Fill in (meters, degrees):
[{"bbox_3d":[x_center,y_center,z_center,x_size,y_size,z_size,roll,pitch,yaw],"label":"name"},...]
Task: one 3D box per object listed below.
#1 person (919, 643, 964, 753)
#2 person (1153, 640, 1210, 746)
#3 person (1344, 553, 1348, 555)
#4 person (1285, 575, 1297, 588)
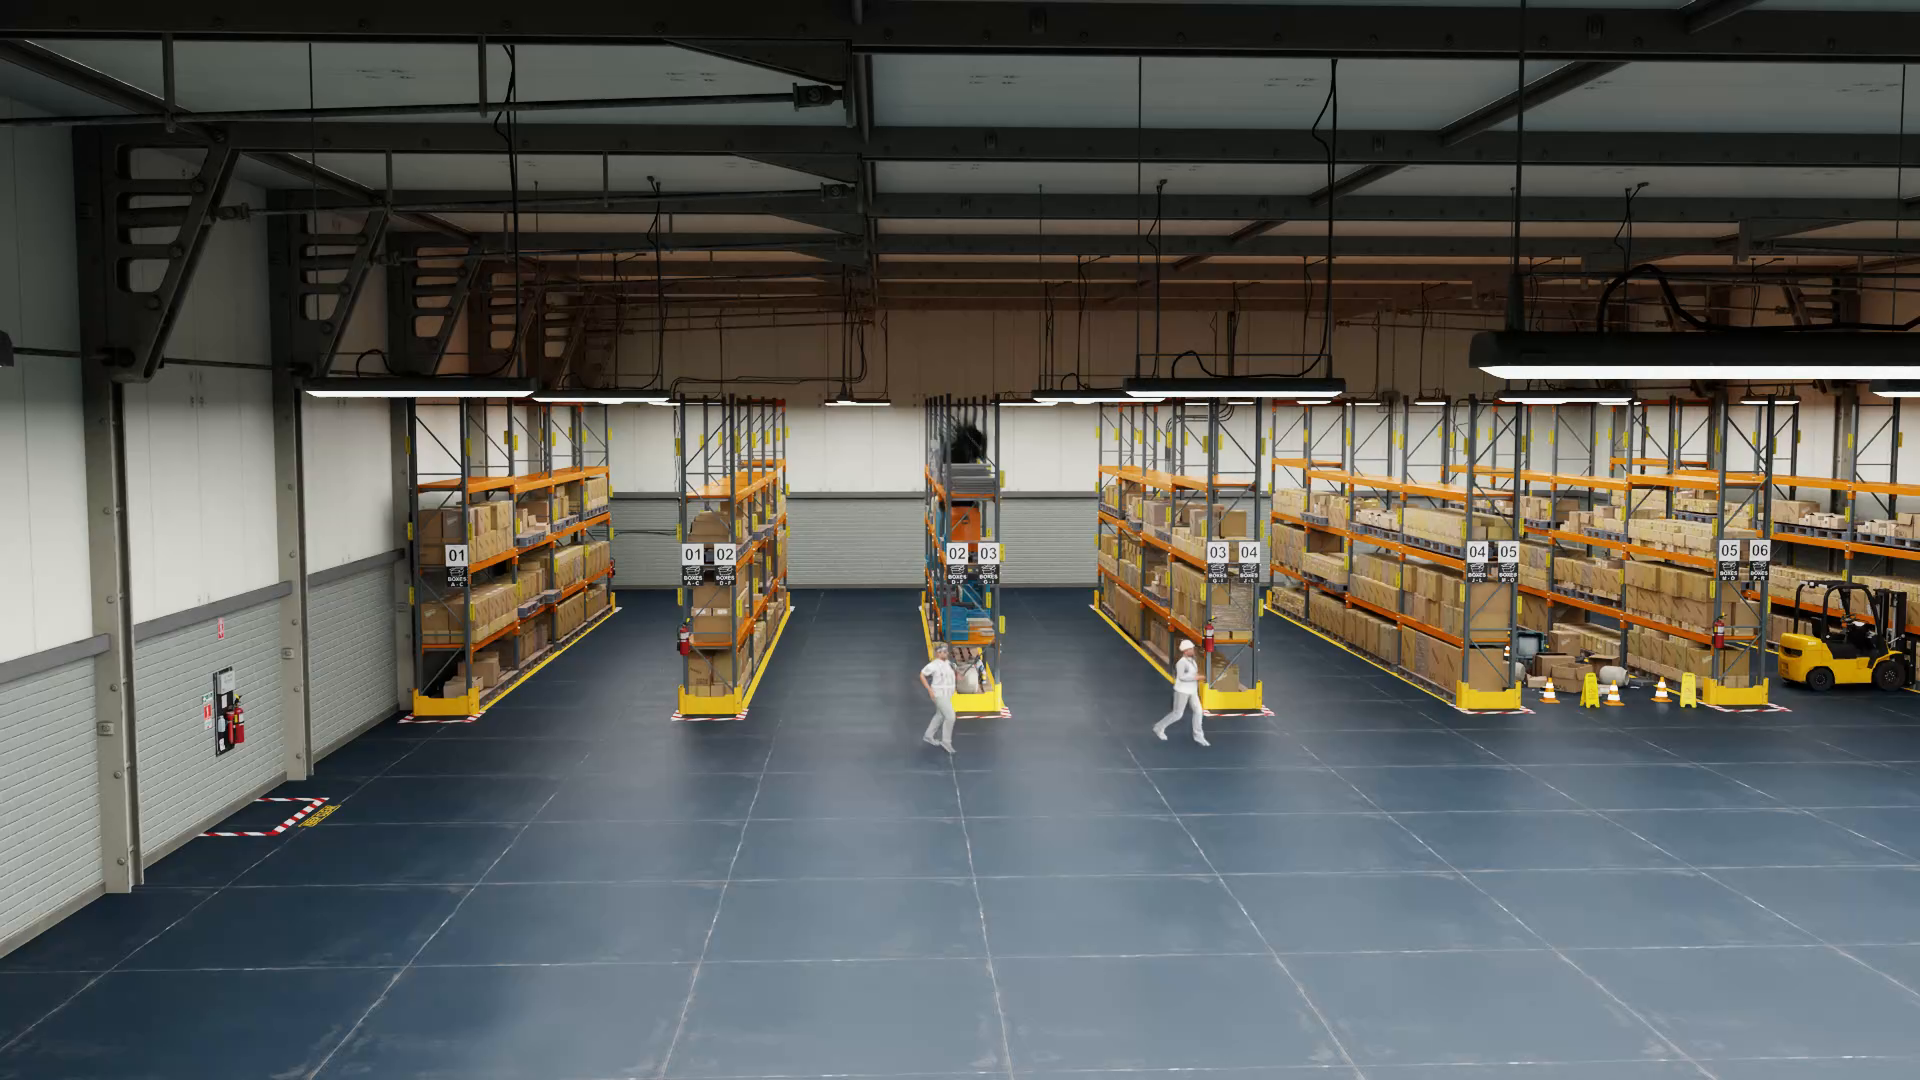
[{"bbox_3d":[-0.296,2.645,27.884,0.782,1.853,0.637,2,5,24],"label":"person"},{"bbox_3d":[3.800,2.597,28.351,0.954,1.806,0.664,3,5,31],"label":"person"},{"bbox_3d":[10.873,1.187,47.028,0.644,1.652,0.589,0,5,-4],"label":"person"},{"bbox_3d":[9.733,1.051,48.882,0.540,1.620,0.600,-1,5,-11],"label":"person"}]
